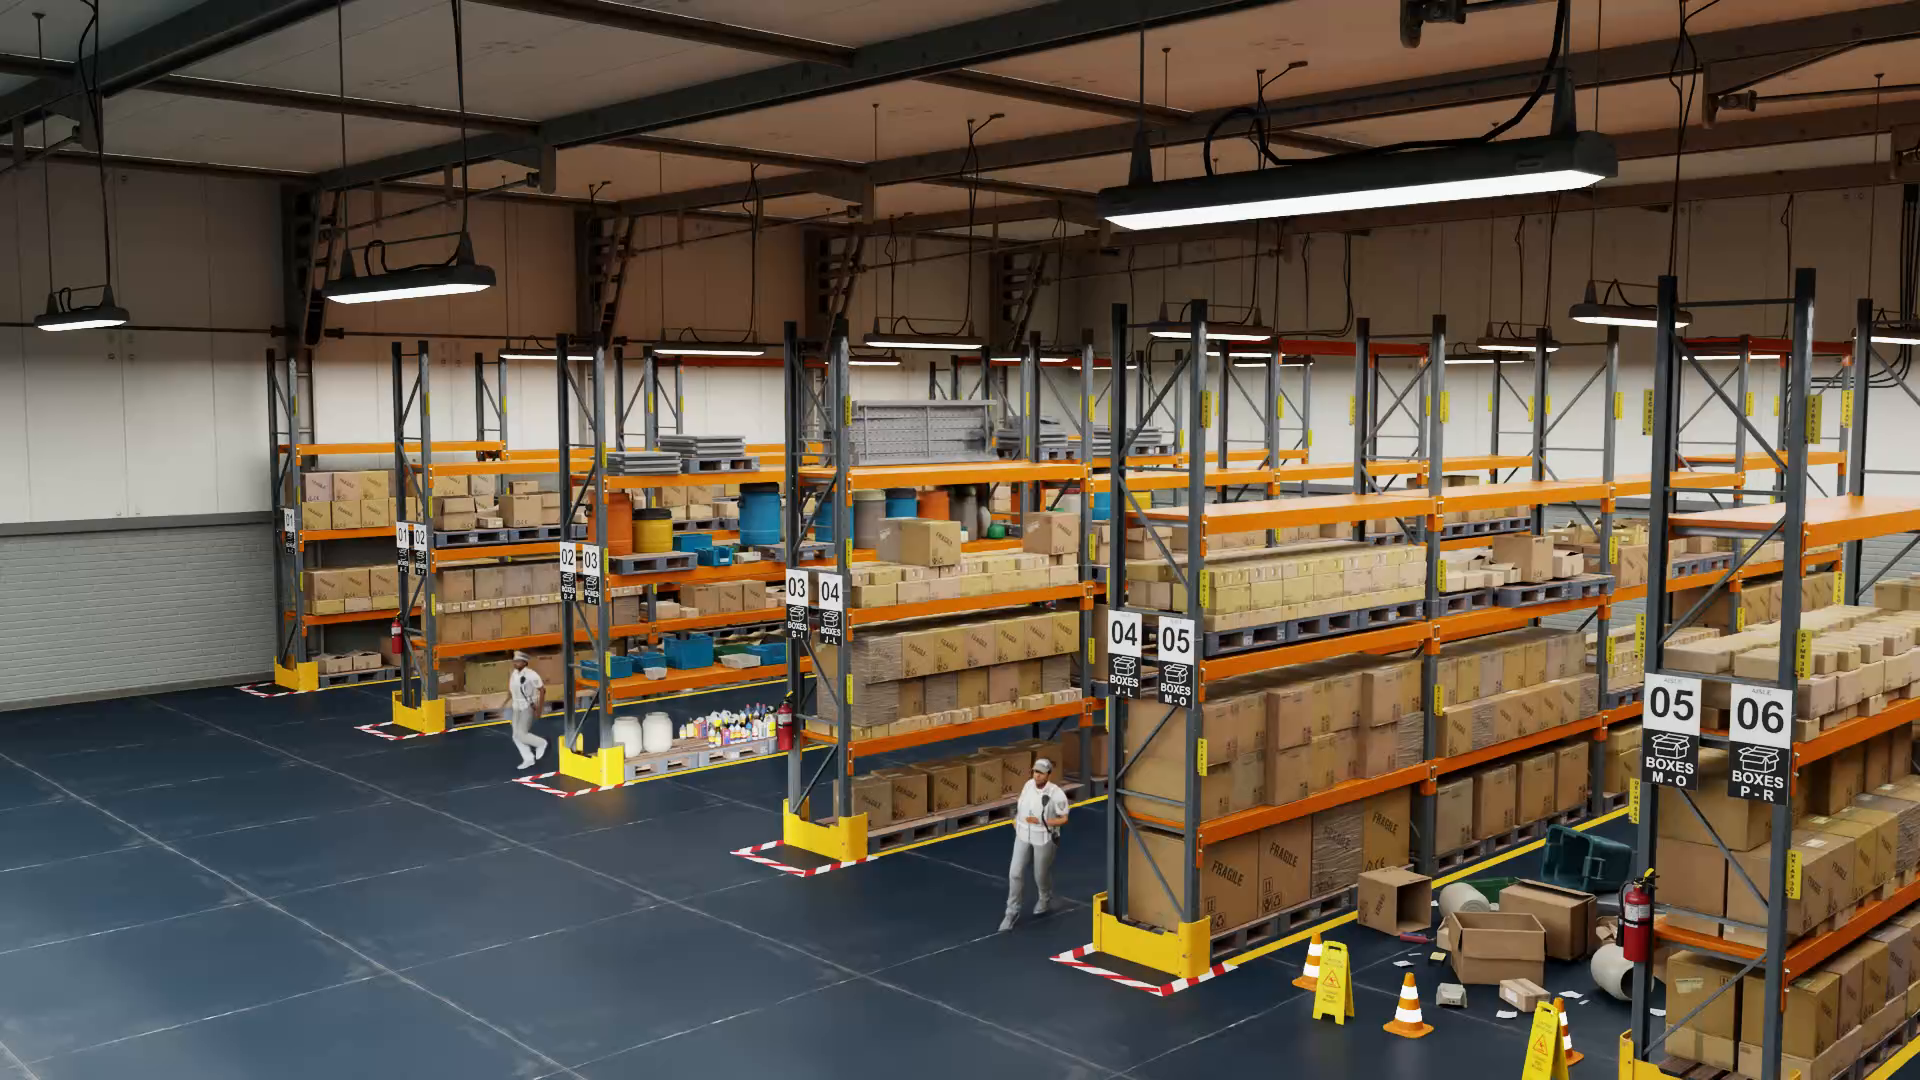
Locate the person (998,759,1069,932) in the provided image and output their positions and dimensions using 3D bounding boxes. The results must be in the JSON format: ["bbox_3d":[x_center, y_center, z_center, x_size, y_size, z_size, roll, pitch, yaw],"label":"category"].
[{"bbox_3d":[0.810,2.958,16.257,0.623,1.704,0.819,3,6,28],"label":"person"}]

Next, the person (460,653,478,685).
[{"bbox_3d":[-8.316,1.900,28.362,0.593,1.618,0.727,4,6,37],"label":"person"}]

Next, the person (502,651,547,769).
[{"bbox_3d":[-6.063,2.356,23.173,0.592,1.668,0.585,3,6,32],"label":"person"}]
